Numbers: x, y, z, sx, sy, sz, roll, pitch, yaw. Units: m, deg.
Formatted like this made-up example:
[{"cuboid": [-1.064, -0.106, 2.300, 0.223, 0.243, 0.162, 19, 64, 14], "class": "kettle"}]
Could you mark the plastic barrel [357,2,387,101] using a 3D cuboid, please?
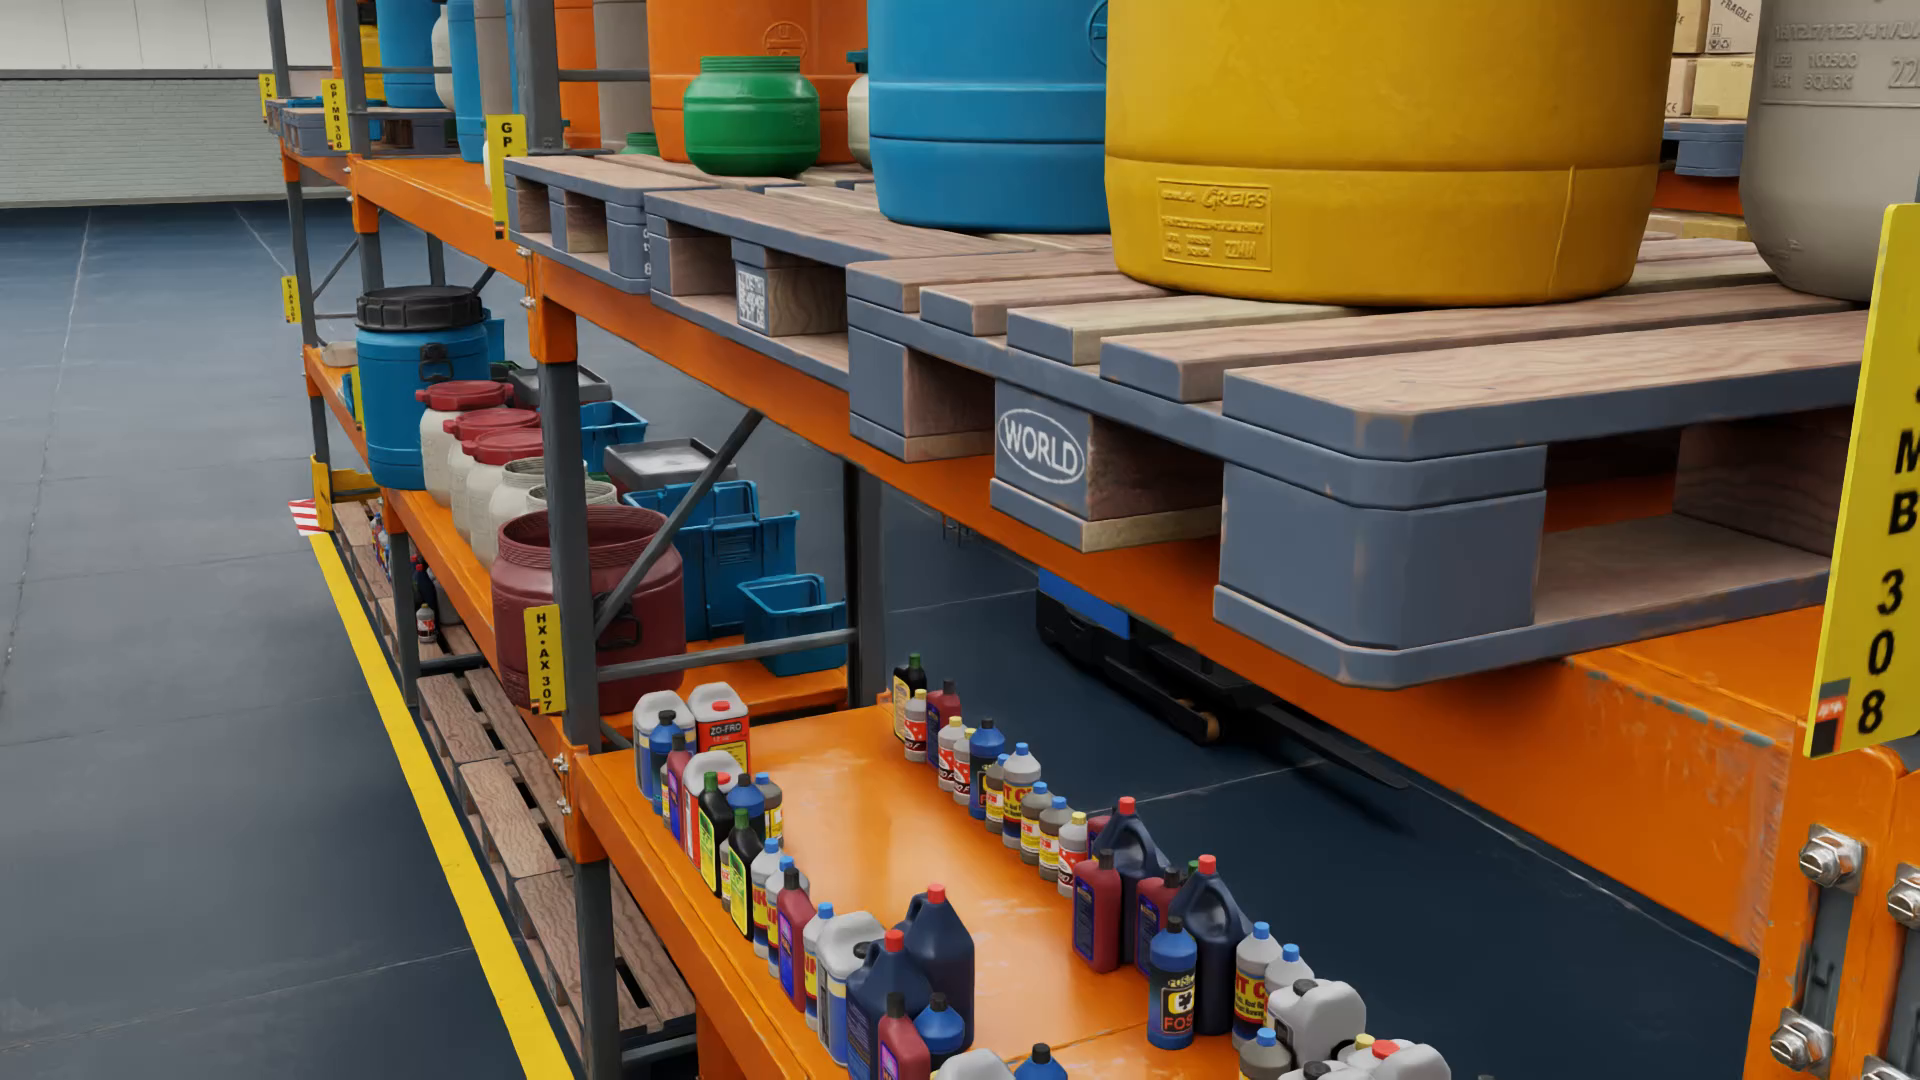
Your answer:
[{"cuboid": [-3.599, -3.093, 10.552, 0.600, 0.588, 0.600, 0, 16, 0], "class": "plastic barrel"}]

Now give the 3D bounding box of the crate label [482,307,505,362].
[{"cuboid": [-3.164, -1.220, 10.499, 0.502, 0.435, 0.616, -8, 18, -25], "class": "crate label"}]

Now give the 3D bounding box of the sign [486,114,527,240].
[{"cuboid": [-1.200, -0.966, 4.431, 0.100, 0.325, 0.005, -8, 18, -25], "class": "sign"}]

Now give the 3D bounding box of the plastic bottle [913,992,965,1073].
[{"cuboid": [-0.040, 0.980, 3.132, 0.097, 0.271, 0.097, 0, 16, 0], "class": "plastic bottle"}]

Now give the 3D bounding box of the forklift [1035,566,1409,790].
[{"cuboid": [1.539, -0.534, 8.299, 1.130, 2.935, 3.031, -8, 18, -25], "class": "forklift"}]

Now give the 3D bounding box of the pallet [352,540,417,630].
[{"cuboid": [-3.256, 0.231, 10.563, 1.003, 0.211, 1.213, -8, 18, -25], "class": "pallet"}]

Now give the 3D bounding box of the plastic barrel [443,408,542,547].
[{"cuboid": [-1.917, -0.254, 6.953, 0.433, 0.535, 0.433, 0, 16, 0], "class": "plastic barrel"}]

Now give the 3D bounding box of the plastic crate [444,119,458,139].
[{"cuboid": [-2.907, -2.399, 9.618, 0.336, 0.188, 0.450, -8, 18, -25], "class": "plastic crate"}]

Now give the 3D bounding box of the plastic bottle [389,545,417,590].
[{"cuboid": [-3.295, 0.170, 9.862, 0.152, 0.276, 0.135, -7, 18, -24], "class": "plastic bottle"}]

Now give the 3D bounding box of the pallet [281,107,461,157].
[{"cuboid": [-2.865, -2.153, 8.719, 1.213, 0.211, 1.003, -8, 18, -25], "class": "pallet"}]

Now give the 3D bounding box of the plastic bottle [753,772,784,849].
[{"cuboid": [-0.503, 0.694, 4.255, 0.097, 0.201, 0.097, 0, 16, 0], "class": "plastic bottle"}]

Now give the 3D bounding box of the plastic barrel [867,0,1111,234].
[{"cuboid": [0.159, -0.940, 2.482, 0.600, 0.901, 0.708, -8, 18, -25], "class": "plastic barrel"}]

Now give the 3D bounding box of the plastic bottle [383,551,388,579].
[{"cuboid": [-3.462, 0.129, 10.140, 0.097, 0.201, 0.097, 0, 16, 0], "class": "plastic bottle"}]

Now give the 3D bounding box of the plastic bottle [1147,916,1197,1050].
[{"cuboid": [0.435, 0.900, 3.410, 0.097, 0.271, 0.097, 0, 16, 0], "class": "plastic bottle"}]

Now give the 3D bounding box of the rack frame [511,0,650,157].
[{"cuboid": [-0.708, -2.527, 4.241, 1.000, 3.000, 0.127, -8, 18, -25], "class": "rack frame"}]

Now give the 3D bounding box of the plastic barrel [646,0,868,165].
[{"cuboid": [-0.462, -1.352, 4.046, 0.600, 0.830, 0.708, -8, 18, -25], "class": "plastic barrel"}]

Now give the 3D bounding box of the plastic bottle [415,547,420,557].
[{"cuboid": [-3.200, 0.153, 9.906, 0.061, 0.283, 0.133, -8, 18, -25], "class": "plastic bottle"}]

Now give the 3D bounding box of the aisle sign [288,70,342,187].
[{"cuboid": [-4.508, -2.859, 11.561, 0.394, 0.787, 0.004, -8, 18, -25], "class": "aisle sign"}]

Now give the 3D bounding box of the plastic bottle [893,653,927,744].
[{"cuboid": [-0.148, 0.462, 4.915, 0.061, 0.283, 0.133, -8, 18, -25], "class": "plastic bottle"}]

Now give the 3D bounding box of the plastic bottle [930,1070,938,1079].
[{"cuboid": [-0.036, 1.054, 3.001, 0.097, 0.201, 0.097, 0, 16, 0], "class": "plastic bottle"}]

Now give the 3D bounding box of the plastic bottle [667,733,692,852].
[{"cuboid": [-0.706, 0.647, 4.271, 0.061, 0.283, 0.133, -8, 18, -25], "class": "plastic bottle"}]

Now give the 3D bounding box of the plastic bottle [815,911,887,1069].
[{"cuboid": [-0.202, 0.907, 3.377, 0.152, 0.276, 0.135, -8, 18, -25], "class": "plastic bottle"}]

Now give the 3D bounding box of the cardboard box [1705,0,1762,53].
[{"cuboid": [5.982, -3.903, 12.447, 0.500, 0.500, 0.500, -9, 18, -30], "class": "cardboard box"}]

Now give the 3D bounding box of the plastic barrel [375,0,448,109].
[{"cuboid": [-2.801, -2.779, 8.889, 0.600, 0.901, 0.708, -8, 18, -25], "class": "plastic barrel"}]

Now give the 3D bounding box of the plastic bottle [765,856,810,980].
[{"cuboid": [-0.378, 0.827, 3.666, 0.097, 0.271, 0.097, 0, 16, 0], "class": "plastic bottle"}]

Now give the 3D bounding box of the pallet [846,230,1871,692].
[{"cuboid": [0.613, -0.185, 1.861, 1.213, 0.211, 1.003, -8, 18, -25], "class": "pallet"}]

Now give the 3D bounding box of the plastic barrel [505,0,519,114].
[{"cuboid": [-1.470, -1.893, 6.563, 0.600, 0.901, 0.708, -8, 18, -25], "class": "plastic barrel"}]

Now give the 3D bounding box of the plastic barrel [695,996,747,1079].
[{"cuboid": [-0.479, 1.318, 4.894, 0.600, 0.830, 0.708, -8, 18, -25], "class": "plastic barrel"}]

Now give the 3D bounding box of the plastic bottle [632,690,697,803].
[{"cuboid": [-0.809, 0.563, 4.575, 0.152, 0.276, 0.135, -8, 18, -25], "class": "plastic bottle"}]

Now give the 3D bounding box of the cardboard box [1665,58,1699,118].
[{"cuboid": [3.251, -2.046, 7.514, 0.500, 0.250, 0.500, -7, 17, -23], "class": "cardboard box"}]

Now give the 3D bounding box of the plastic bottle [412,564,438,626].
[{"cuboid": [-3.002, 0.302, 9.264, 0.144, 0.351, 0.185, -8, 18, -26], "class": "plastic bottle"}]

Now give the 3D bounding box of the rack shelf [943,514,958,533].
[{"cuboid": [0.023, -0.214, 11.639, 0.215, 0.259, 0.240, -8, 18, -25], "class": "rack shelf"}]

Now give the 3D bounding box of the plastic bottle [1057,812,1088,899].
[{"cuboid": [0.286, 0.758, 4.030, 0.097, 0.201, 0.097, 0, 16, 0], "class": "plastic bottle"}]

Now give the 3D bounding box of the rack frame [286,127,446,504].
[{"cuboid": [-4.213, -1.627, 11.981, 1.000, 3.000, 0.127, -8, 18, -25], "class": "rack frame"}]

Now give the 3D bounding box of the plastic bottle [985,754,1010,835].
[{"cuboid": [0.116, 0.662, 4.367, 0.097, 0.201, 0.097, 0, 16, 0], "class": "plastic bottle"}]

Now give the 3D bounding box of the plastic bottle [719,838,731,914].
[{"cuboid": [-0.522, 0.779, 3.959, 0.097, 0.201, 0.097, 0, 16, 0], "class": "plastic bottle"}]

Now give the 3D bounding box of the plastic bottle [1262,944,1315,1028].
[{"cuboid": [0.650, 0.931, 3.302, 0.097, 0.271, 0.097, 0, 16, 0], "class": "plastic bottle"}]

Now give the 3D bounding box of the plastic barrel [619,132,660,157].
[{"cuboid": [-0.862, -1.065, 4.868, 0.294, 0.245, 0.294, 0, 16, 0], "class": "plastic barrel"}]

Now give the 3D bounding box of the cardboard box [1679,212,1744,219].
[{"cuboid": [6.204, -2.400, 13.553, 0.500, 0.500, 0.500, -8, 18, -25], "class": "cardboard box"}]

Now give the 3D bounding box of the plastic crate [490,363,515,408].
[{"cuboid": [-2.576, -0.750, 9.039, 0.767, 0.338, 0.504, -8, 18, -25], "class": "plastic crate"}]

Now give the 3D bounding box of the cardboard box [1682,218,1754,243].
[{"cuboid": [5.960, -2.210, 12.889, 0.500, 0.500, 0.500, -8, 18, -25], "class": "cardboard box"}]

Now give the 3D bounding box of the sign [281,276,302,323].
[{"cuboid": [-4.709, -1.694, 11.715, 0.100, 0.325, 0.005, -8, 18, -25], "class": "sign"}]

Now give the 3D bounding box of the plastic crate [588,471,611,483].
[{"cuboid": [-1.444, -0.135, 7.168, 0.450, 0.188, 0.662, -8, 18, -25], "class": "plastic crate"}]

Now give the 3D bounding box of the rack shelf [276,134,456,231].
[{"cuboid": [-3.337, -2.227, 9.938, 1.077, 0.370, 4.000, -8, 18, -25], "class": "rack shelf"}]

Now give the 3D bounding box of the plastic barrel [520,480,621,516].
[{"cuboid": [-1.351, 0.074, 5.852, 0.421, 0.512, 0.421, 0, 16, 0], "class": "plastic barrel"}]

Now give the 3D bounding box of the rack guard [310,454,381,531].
[{"cuboid": [-4.137, -0.412, 12.280, 1.175, 0.500, 0.348, -8, 18, -25], "class": "rack guard"}]

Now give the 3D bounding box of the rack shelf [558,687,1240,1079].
[{"cuboid": [0.168, 1.199, 3.439, 1.077, 0.370, 4.000, -8, 18, -25], "class": "rack shelf"}]

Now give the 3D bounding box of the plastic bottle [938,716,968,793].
[{"cuboid": [-0.012, 0.589, 4.619, 0.097, 0.201, 0.097, 0, 16, 0], "class": "plastic bottle"}]

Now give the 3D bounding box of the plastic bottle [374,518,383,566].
[{"cuboid": [-3.616, 0.013, 10.394, 0.061, 0.283, 0.133, -7, 18, -24], "class": "plastic bottle"}]

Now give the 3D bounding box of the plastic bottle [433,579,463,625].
[{"cuboid": [-2.872, 0.285, 9.325, 0.144, 0.351, 0.185, -8, 18, -25], "class": "plastic bottle"}]

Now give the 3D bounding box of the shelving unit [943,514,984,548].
[{"cuboid": [0.023, -0.491, 11.560, 0.215, 1.050, 0.252, -8, 18, -25], "class": "shelving unit"}]

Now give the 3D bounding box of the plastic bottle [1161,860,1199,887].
[{"cuboid": [0.493, 0.824, 3.652, 0.061, 0.283, 0.133, -8, 18, -25], "class": "plastic bottle"}]

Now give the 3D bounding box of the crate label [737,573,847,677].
[{"cuboid": [-0.556, 0.288, 5.613, 0.303, 0.233, 0.416, -8, 18, -25], "class": "crate label"}]

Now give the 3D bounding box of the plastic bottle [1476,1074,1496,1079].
[{"cuboid": [0.878, 1.042, 2.892, 0.061, 0.283, 0.133, -8, 18, -25], "class": "plastic bottle"}]

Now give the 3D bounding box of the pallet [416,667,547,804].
[{"cuboid": [-2.082, 0.896, 8.247, 1.003, 0.211, 1.213, -8, 18, -25], "class": "pallet"}]

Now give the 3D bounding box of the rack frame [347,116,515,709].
[{"cuboid": [-2.461, -0.635, 8.525, 1.000, 3.000, 0.127, -8, 18, -25], "class": "rack frame"}]
